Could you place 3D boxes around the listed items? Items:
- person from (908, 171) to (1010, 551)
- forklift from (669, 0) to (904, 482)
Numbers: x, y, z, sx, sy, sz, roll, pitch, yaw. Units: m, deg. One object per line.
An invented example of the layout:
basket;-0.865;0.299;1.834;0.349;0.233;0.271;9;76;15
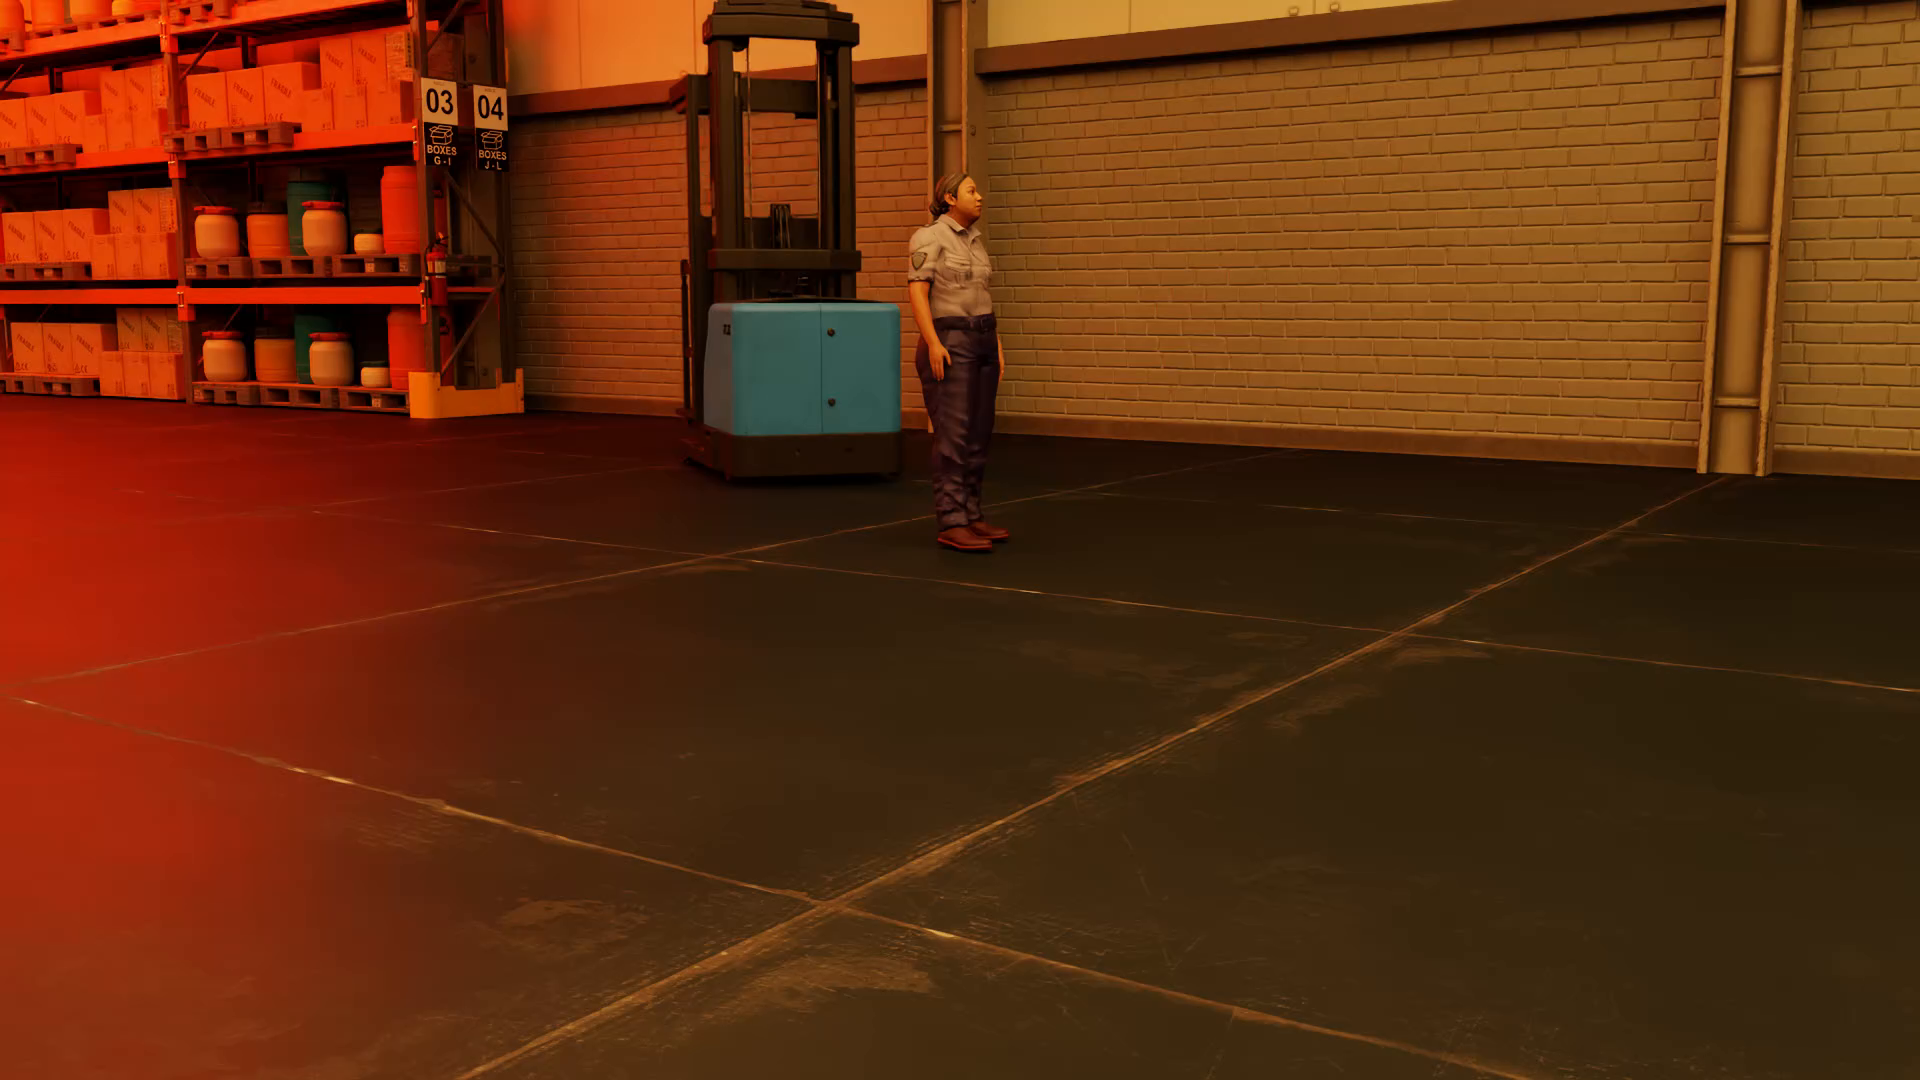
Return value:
person;0.062;-0.813;7.418;0.502;1.651;0.598;5;10;34
forklift;-1.293;-1.965;11.015;1.130;2.935;3.031;-3;9;-19
